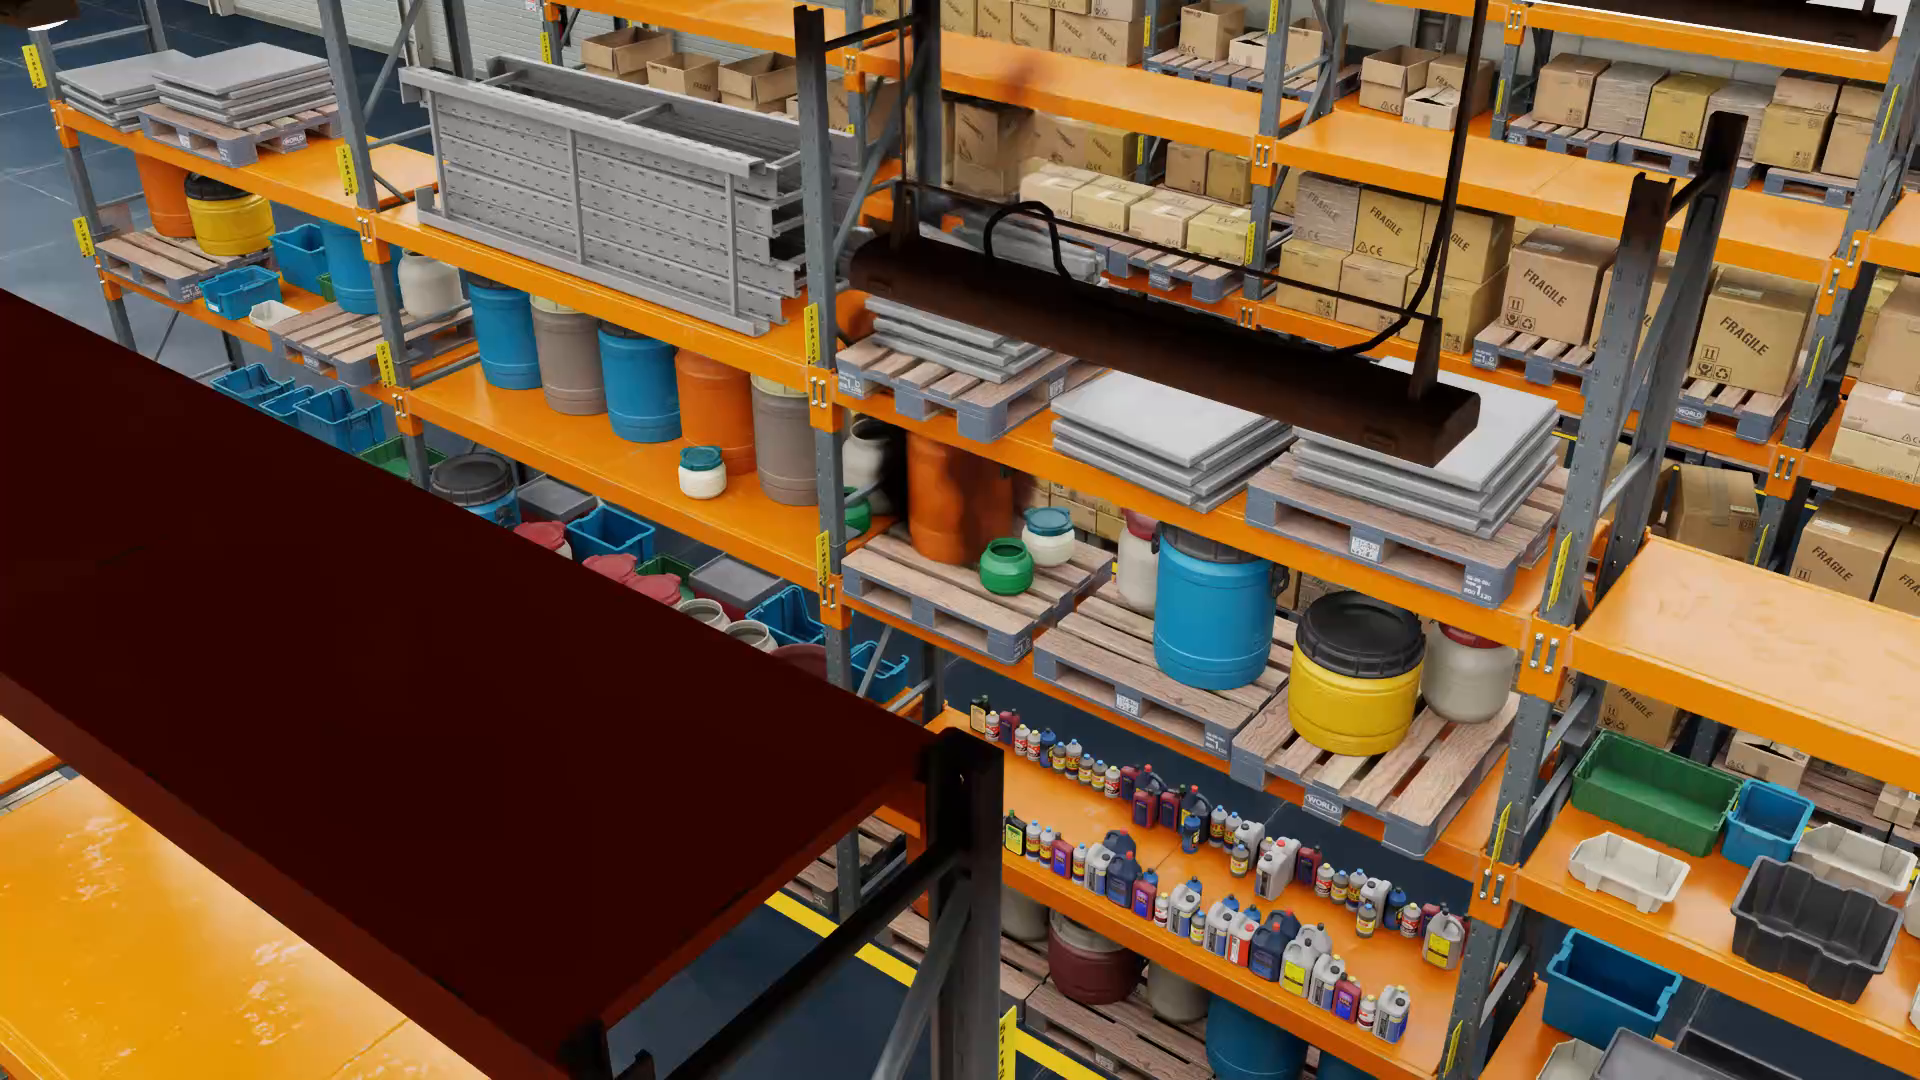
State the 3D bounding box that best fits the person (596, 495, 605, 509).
[{"bbox_3d":[-3.500,-0.736,14.859,0.901,1.687,0.583,17,35,25],"label":"person"}]
